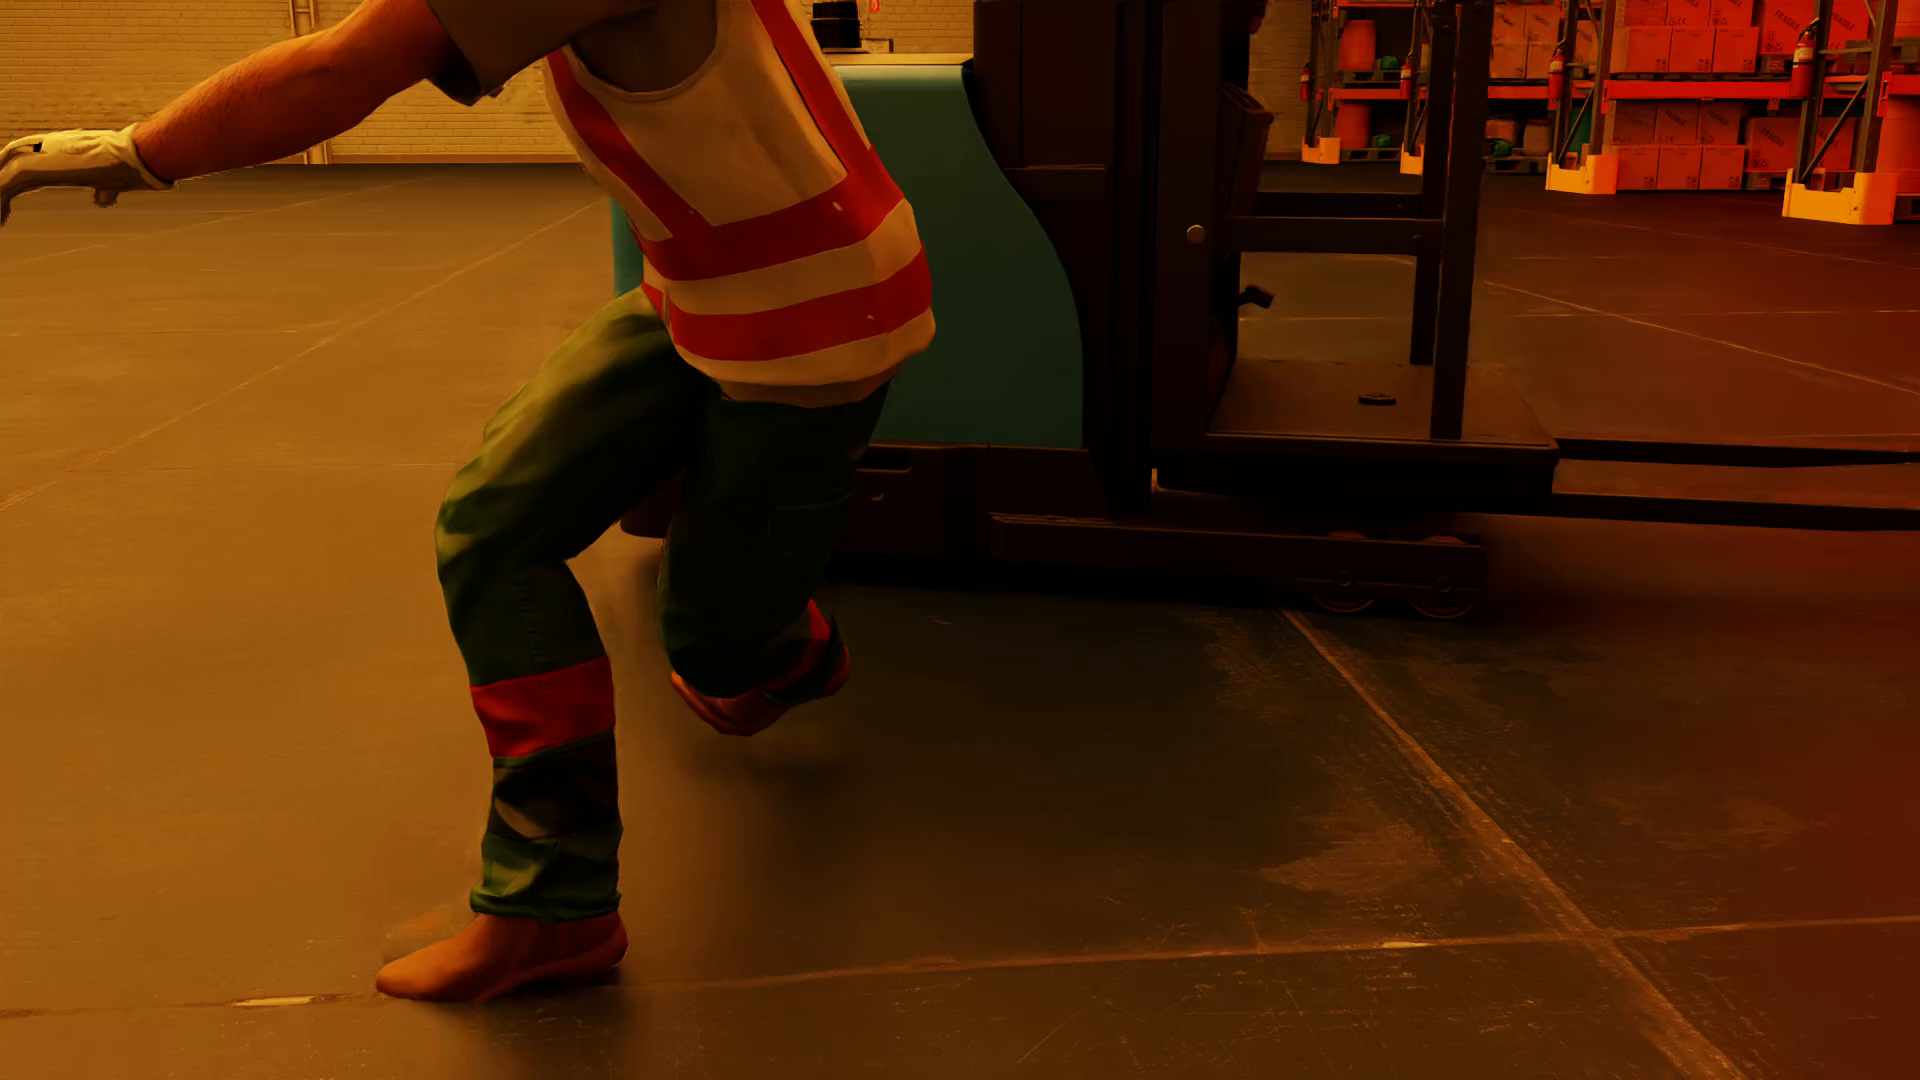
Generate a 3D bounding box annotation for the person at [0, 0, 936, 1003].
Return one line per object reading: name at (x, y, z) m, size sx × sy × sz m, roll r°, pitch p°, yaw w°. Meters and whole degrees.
person at (-0.560, -0.277, 2.050) m, size 1.147 × 1.553 × 0.911 m, roll -9°, pitch 17°, yaw -31°

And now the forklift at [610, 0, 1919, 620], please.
forklift at (0.804, -1.406, 3.520) m, size 3.031 × 2.935 × 1.130 m, roll 3°, pitch 15°, yaw 12°
